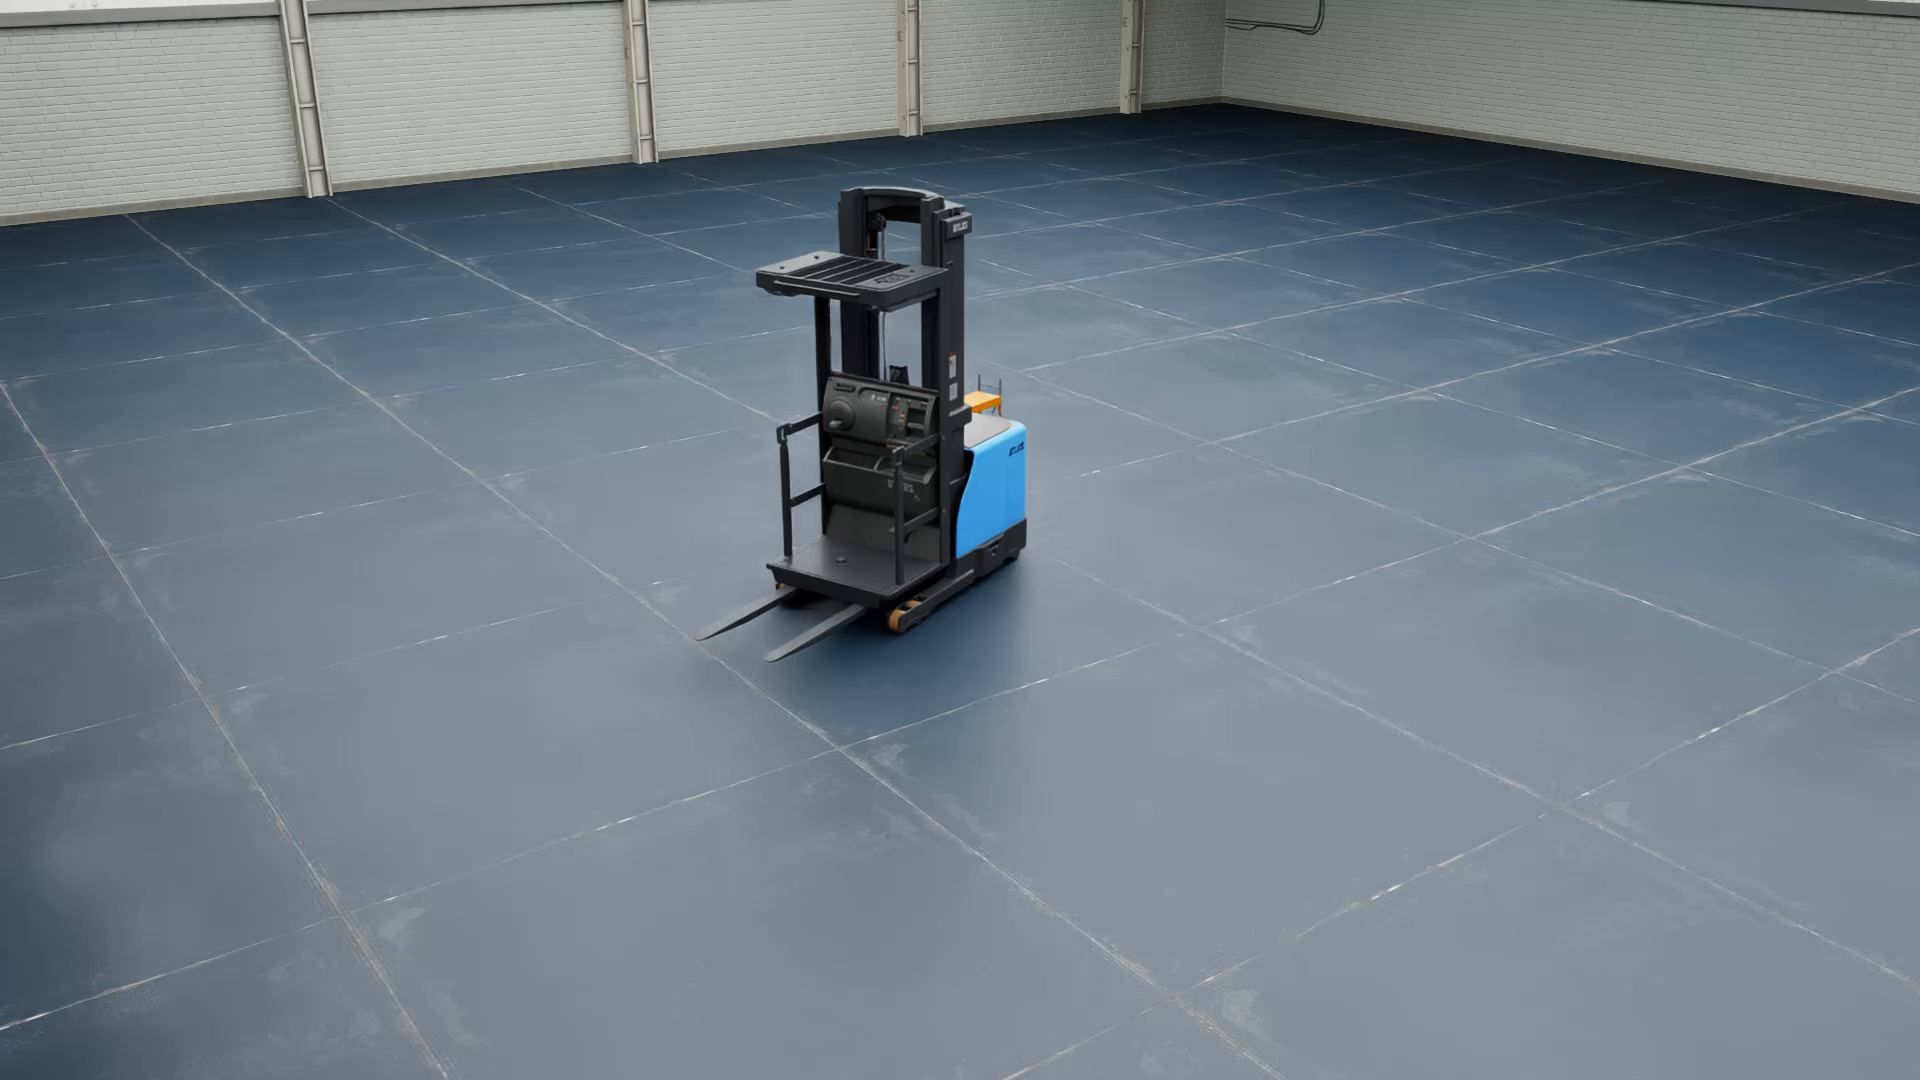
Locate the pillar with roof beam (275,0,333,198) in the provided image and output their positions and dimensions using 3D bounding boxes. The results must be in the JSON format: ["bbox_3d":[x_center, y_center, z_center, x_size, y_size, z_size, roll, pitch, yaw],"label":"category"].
[{"bbox_3d":[-8.246,-8.665,22.970,0.400,9.000,9.100,-15,26,-33],"label":"pillar with roof beam"}]

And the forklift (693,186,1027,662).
[{"bbox_3d":[-0.695,-0.901,11.700,1.130,2.935,3.031,13,25,30],"label":"forklift"}]

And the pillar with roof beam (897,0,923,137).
[{"bbox_3d":[1.494,-11.263,29.479,0.400,9.000,9.100,-15,26,-33],"label":"pillar with roof beam"}]

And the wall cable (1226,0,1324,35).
[{"bbox_3d":[7.014,-12.654,37.156,0.112,2.526,3.097,-15,26,-33],"label":"wall cable"}]

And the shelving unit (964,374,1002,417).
[{"bbox_3d":[0.088,-0.700,13.532,0.258,1.200,0.503,17,27,36],"label":"shelving unit"}]

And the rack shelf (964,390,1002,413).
[{"bbox_3d":[0.088,-1.065,13.387,0.258,0.148,0.480,17,27,36],"label":"rack shelf"}]

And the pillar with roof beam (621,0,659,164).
[{"bbox_3d":[-3.376,-9.964,26.224,0.400,9.000,9.100,-15,26,-33],"label":"pillar with roof beam"}]

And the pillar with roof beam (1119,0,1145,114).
[{"bbox_3d":[6.365,-12.561,32.733,0.400,9.000,9.100,-15,26,-33],"label":"pillar with roof beam"}]

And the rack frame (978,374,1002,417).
[{"bbox_3d":[0.243,-0.770,13.708,0.240,1.200,0.015,17,27,36],"label":"rack frame"}]
